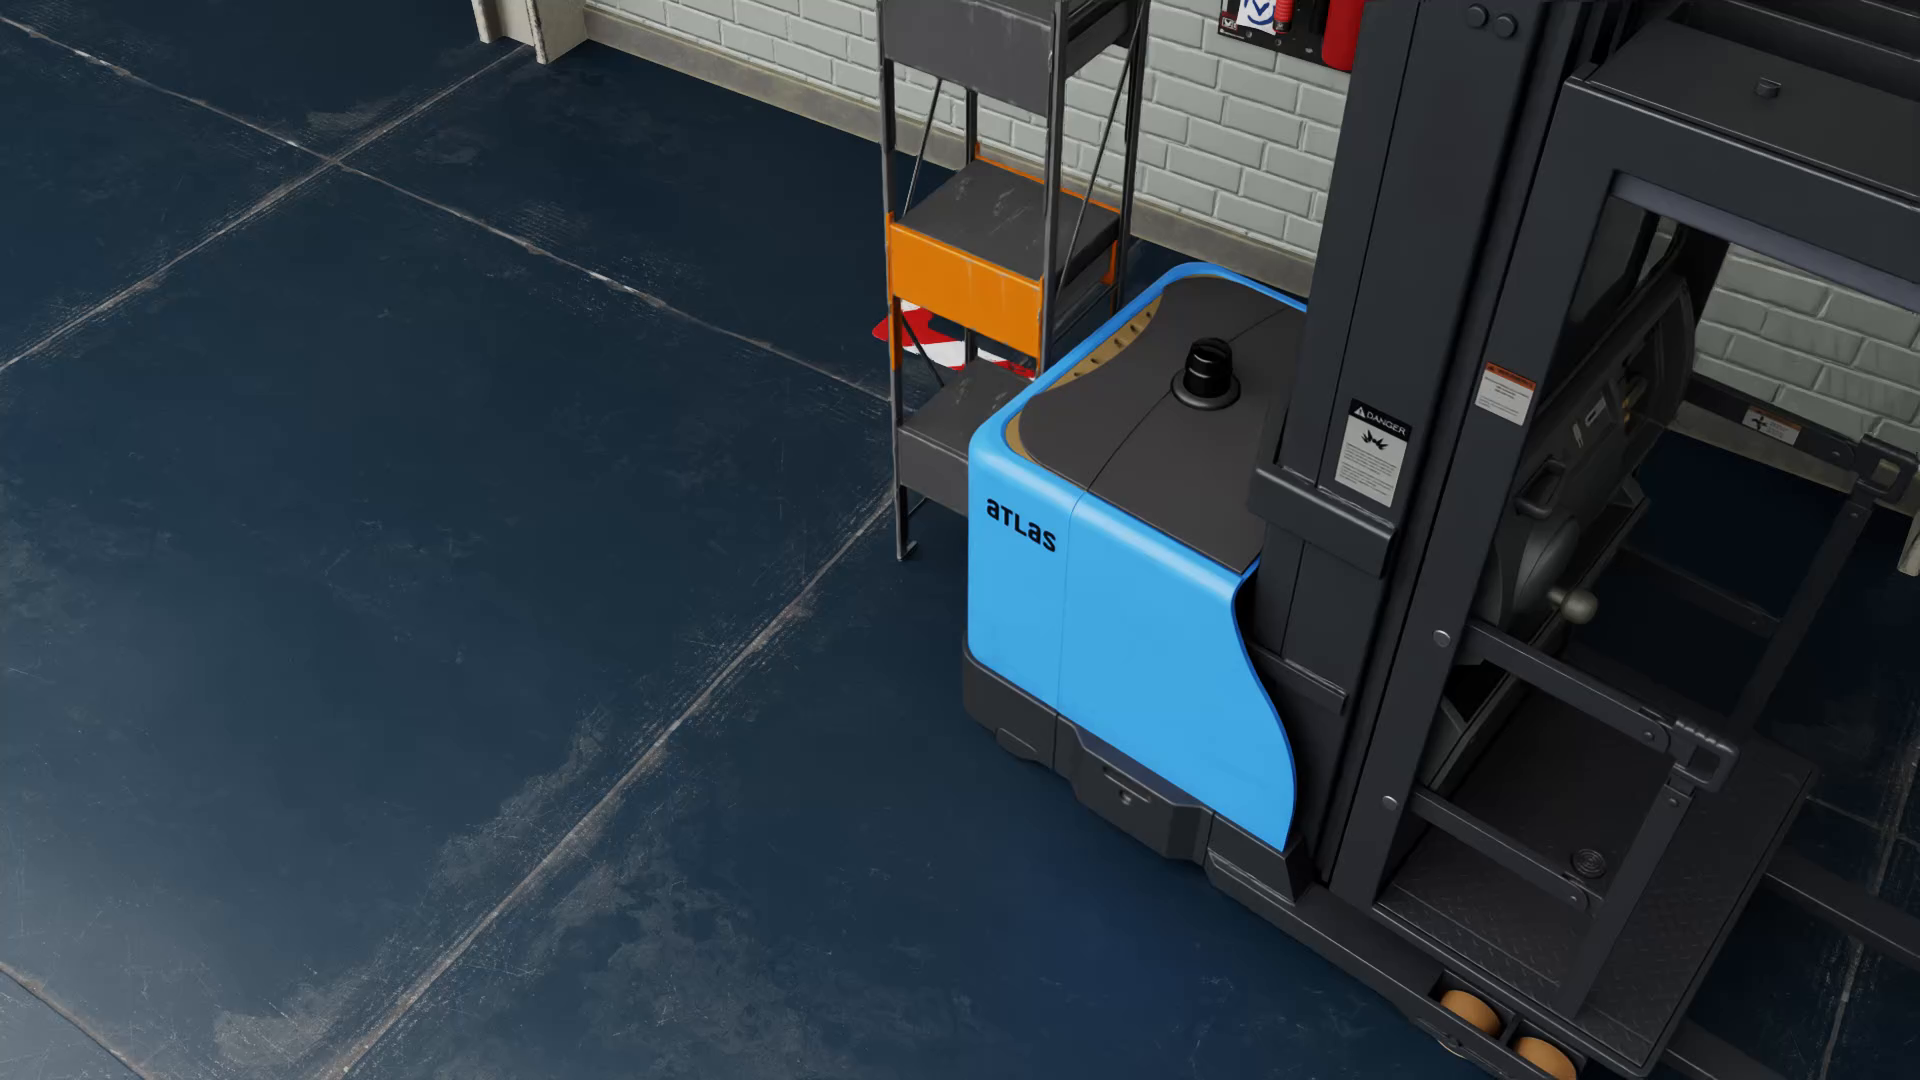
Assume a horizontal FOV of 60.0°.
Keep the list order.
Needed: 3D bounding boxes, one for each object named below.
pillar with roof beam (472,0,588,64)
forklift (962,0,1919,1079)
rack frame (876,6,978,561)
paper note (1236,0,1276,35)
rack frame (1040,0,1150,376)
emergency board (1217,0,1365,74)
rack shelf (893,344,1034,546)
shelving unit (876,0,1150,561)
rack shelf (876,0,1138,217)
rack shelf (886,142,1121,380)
[{"bbox_3d":[-4.218,-2.784,1.681,0.400,9.000,9.100,25,51,22],"label":"pillar with roof beam"},{"bbox_3d":[1.465,-0.116,3.319,3.031,2.935,1.130,30,53,26],"label":"forklift"},{"bbox_3d":[-0.075,-0.786,4.550,0.015,2.100,0.400,27,52,24],"label":"rack frame"},{"bbox_3d":[0.986,-1.752,5.475,0.142,0.148,0.016,25,51,22],"label":"paper note"},{"bbox_3d":[0.324,-0.585,4.354,0.015,2.100,0.400,27,52,24],"label":"rack frame"},{"bbox_3d":[1.097,-1.949,5.052,0.643,1.169,0.194,25,51,22],"label":"emergency board"},{"bbox_3d":[0.125,-0.188,4.964,0.480,0.518,0.431,27,52,24],"label":"rack shelf"},{"bbox_3d":[0.125,-0.685,4.452,0.503,2.100,0.431,27,52,24],"label":"shelving unit"},{"bbox_3d":[0.125,-1.164,3.960,0.480,0.518,0.431,27,52,24],"label":"rack shelf"},{"bbox_3d":[0.125,-0.676,4.462,0.480,0.518,0.431,27,52,24],"label":"rack shelf"}]
